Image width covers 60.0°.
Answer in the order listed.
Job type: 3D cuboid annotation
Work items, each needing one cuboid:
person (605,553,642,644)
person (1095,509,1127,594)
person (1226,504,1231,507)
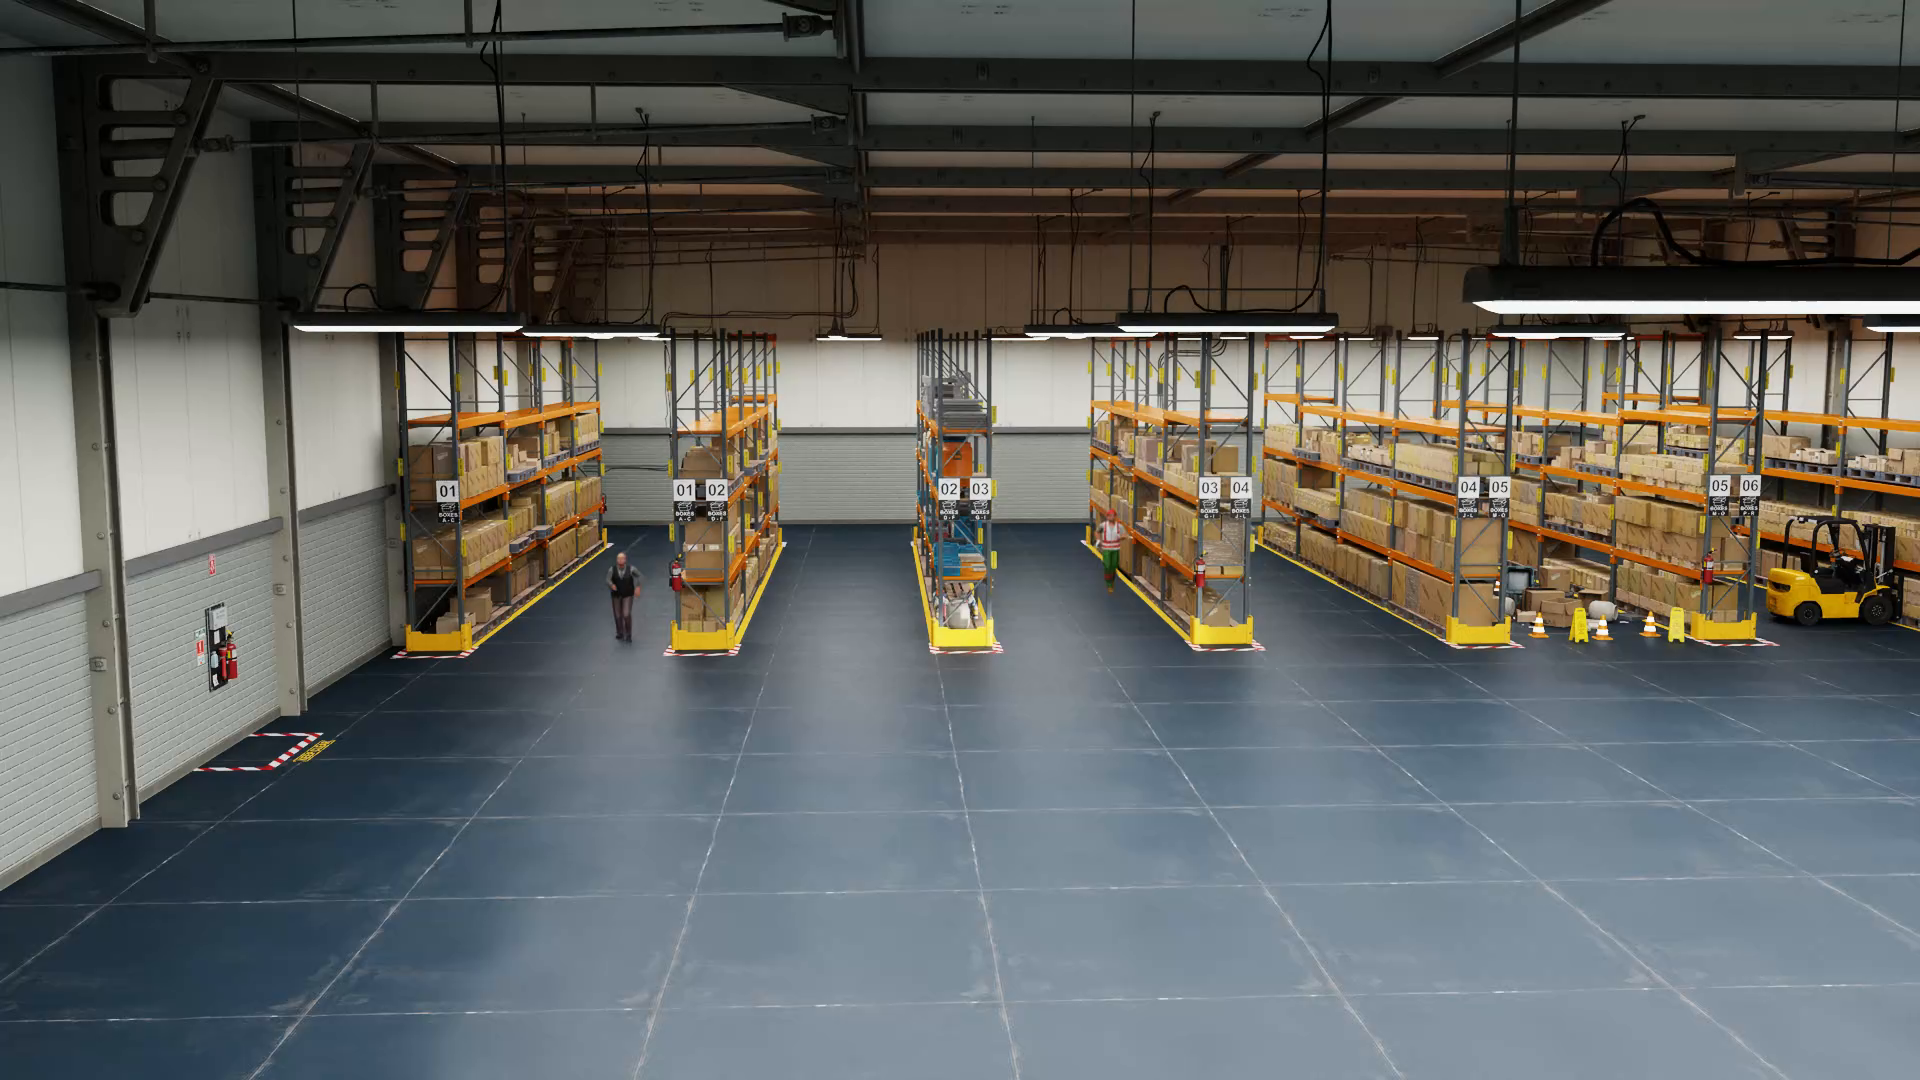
[{"bbox_3d":[-6.459,1.133,31.883,0.683,1.774,0.724,0,7,-3],"label":"person"},{"bbox_3d":[3.313,0.234,36.342,0.660,1.812,0.907,0,7,-4],"label":"person"},{"bbox_3d":[7.401,-0.584,46.362,0.671,1.714,0.645,0,7,-1],"label":"person"}]
